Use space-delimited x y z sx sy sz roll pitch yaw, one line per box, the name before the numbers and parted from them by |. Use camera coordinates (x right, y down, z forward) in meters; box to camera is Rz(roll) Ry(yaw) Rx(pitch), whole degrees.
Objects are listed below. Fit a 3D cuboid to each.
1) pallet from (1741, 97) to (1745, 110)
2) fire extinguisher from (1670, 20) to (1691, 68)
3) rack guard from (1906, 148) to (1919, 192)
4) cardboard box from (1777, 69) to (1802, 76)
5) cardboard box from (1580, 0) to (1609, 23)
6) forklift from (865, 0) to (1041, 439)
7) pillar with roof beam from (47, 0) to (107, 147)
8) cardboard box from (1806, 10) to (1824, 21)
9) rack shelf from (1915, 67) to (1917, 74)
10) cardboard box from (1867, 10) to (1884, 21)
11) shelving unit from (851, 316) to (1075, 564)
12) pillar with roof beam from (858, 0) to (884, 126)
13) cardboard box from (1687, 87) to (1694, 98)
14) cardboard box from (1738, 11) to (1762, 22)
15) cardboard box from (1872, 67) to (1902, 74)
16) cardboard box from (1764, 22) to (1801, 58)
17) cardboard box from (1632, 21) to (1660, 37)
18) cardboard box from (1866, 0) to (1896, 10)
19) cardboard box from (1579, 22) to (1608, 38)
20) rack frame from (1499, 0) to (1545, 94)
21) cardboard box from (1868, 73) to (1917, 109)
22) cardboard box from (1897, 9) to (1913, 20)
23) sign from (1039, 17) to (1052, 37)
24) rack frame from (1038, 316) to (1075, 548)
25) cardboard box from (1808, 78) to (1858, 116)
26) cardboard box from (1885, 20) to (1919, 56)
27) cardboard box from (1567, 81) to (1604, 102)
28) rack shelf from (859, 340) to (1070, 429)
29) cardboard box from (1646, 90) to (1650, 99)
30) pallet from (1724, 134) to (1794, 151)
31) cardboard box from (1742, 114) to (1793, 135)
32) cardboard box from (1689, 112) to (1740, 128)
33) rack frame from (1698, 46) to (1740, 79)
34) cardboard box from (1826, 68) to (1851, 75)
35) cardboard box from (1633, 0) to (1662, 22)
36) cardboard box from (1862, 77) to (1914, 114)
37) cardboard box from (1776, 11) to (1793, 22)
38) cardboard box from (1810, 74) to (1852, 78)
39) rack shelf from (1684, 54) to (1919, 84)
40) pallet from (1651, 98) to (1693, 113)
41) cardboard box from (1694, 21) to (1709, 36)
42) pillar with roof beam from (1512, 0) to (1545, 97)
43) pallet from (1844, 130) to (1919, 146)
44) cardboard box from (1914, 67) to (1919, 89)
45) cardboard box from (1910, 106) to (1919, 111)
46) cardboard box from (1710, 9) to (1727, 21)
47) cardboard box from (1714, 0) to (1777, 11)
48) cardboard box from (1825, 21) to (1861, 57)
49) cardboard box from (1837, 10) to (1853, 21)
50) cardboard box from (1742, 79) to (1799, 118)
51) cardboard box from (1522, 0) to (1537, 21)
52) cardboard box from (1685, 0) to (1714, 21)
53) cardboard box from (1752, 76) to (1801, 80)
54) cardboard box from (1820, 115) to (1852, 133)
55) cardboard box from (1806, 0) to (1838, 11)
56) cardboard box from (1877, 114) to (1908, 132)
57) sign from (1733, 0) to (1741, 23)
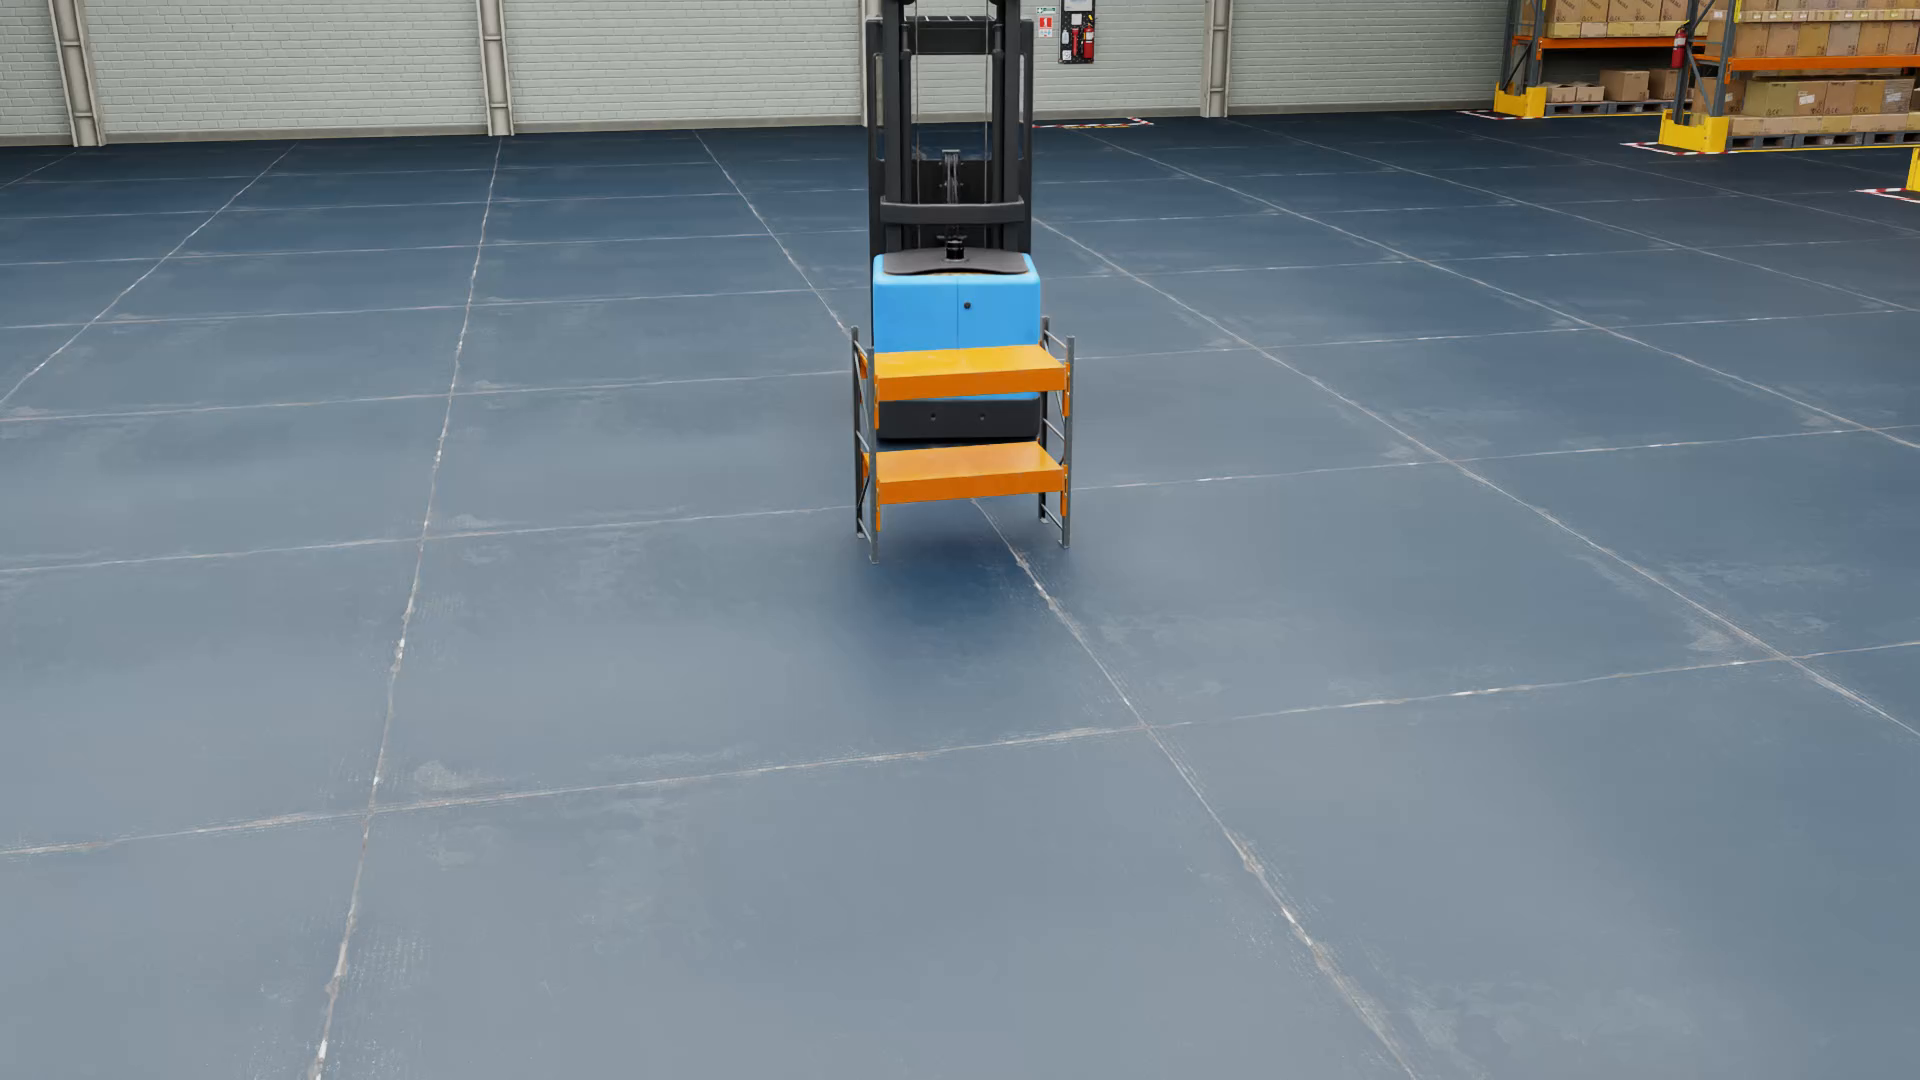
pallet | 14.418 -7.986 30.308 1.213 0.211 1.003 -5 21 -12
fire extinguisher | 10.689 -7.368 24.681 0.183 0.674 0.296 -5 21 -12
rack guard | 12.111 -4.448 20.231 0.348 0.500 1.175 -5 21 -12
cardboard box | 14.864 -8.387 30.345 0.500 0.500 0.700 -5 21 -14
cardboard box | 10.785 -9.180 28.614 0.500 0.500 0.500 -5 21 -12
forklift | -0.078 -2.464 11.280 1.130 2.935 3.031 -1 20 -2
pillar with roof beam | -12.115 -8.738 19.584 0.400 9.000 9.100 -5 21 -12
cardboard box | 12.347 -7.651 24.252 0.250 0.149 0.380 -5 21 -14
rack shelf | 16.750 -7.396 25.689 4.000 0.370 1.077 -5 21 -12
cardboard box | 13.353 -7.733 24.476 0.250 0.149 0.380 -4 21 -11
shelving unit | 0.007 -0.529 8.623 1.048 1.125 0.538 -5 21 -12
pillar with roof beam | -0.437 -9.687 22.177 0.400 9.000 9.100 -5 21 -12
cardboard box | 13.147 -8.057 29.927 0.250 0.166 0.380 -7 21 -20
cardboard box | 11.343 -7.569 24.028 0.250 0.149 0.380 -5 21 -13
cardboard box | 16.864 -8.508 30.674 0.500 0.500 0.700 -4 21 -12
cardboard box | 11.879 -7.381 24.458 0.500 0.500 0.700 -4 21 -11
cardboard box | 11.807 -8.911 28.969 0.500 0.250 0.500 -4 21 -12
cardboard box | 13.395 -8.114 24.573 0.500 0.500 0.700 -5 21 -12
cardboard box | 10.818 -8.833 28.757 0.500 0.250 0.500 -5 21 -14
rack frame | 9.768 -8.916 28.794 0.127 3.000 1.000 -5 21 -12
cardboard box | 14.281 -6.901 25.590 0.500 0.500 0.500 -5 21 -12
cardboard box | 13.838 -7.772 24.581 0.250 0.149 0.380 -5 21 -13
sign | 1.436 -8.611 27.909 0.234 0.329 0.001 -5 21 -12
rack frame | 0.501 -0.569 8.732 0.032 1.125 0.500 -5 21 -12
cardboard box | 12.945 -6.602 24.774 0.500 0.500 0.500 -5 21 -12
cardboard box | 13.862 -7.541 24.894 0.500 0.500 0.700 -5 21 -13
cardboard box | 11.017 -7.930 29.371 0.500 0.311 0.500 -3 20 -8
rack shelf | 0.007 -0.804 8.522 1.000 0.278 0.538 -5 21 -12
cardboard box | 12.099 -7.981 29.746 0.250 0.149 0.380 -6 21 -17
pallet | 11.646 -6.024 24.952 1.213 0.211 1.003 -5 21 -12
cardboard box | 11.970 -6.173 24.693 0.500 0.250 0.500 -5 21 -12
cardboard box | 11.365 -6.306 25.055 0.500 0.250 0.500 -5 21 -12
rack frame | 13.660 -9.233 29.659 0.127 3.000 1.000 -5 21 -12
cardboard box | 15.859 -8.457 30.536 0.500 0.500 0.700 -5 21 -13
cardboard box | 11.789 -9.264 28.842 0.500 0.500 0.500 -4 20 -11
cardboard box | 13.914 -6.688 25.007 0.500 0.500 0.500 -5 21 -12
cardboard box | 11.842 -7.610 24.140 0.250 0.149 0.380 -5 21 -12
cardboard box | 13.308 -6.822 25.374 0.500 0.500 0.500 -5 21 -12
rack shelf | 12.858 -7.079 24.824 4.000 0.370 1.077 -5 21 -12
pallet | 13.015 -7.859 29.961 1.213 0.211 1.003 -5 21 -12
cardboard box | 12.783 -8.996 29.201 0.500 0.250 0.500 -5 21 -12
pillar with roof beam | 11.241 -10.637 24.770 0.400 9.000 9.100 -5 21 -12
pallet | 14.020 -6.217 25.479 1.213 0.211 1.003 -5 21 -12
cardboard box | 18.299 -8.752 30.859 0.750 0.750 0.750 -5 21 -13
cardboard box | 15.141 -6.611 25.888 0.500 0.250 0.500 -5 21 -13
cardboard box | 11.239 -7.704 24.396 0.250 0.149 0.380 -5 21 -13
cardboard box | 11.420 -7.951 24.129 0.500 0.500 0.700 -5 21 -12
cardboard box | 12.875 -7.461 24.677 0.500 0.500 0.700 -4 21 -11
cardboard box | 12.839 -7.690 24.359 0.250 0.149 0.380 -4 21 -12
cardboard box | 11.971 -6.525 24.563 0.500 0.500 0.500 -5 21 -12
cardboard box | 10.178 -9.316 28.984 0.500 0.500 0.500 -5 21 -13
cardboard box | 12.787 -9.342 29.054 0.500 0.500 0.500 -5 21 -13
cardboard box | 12.335 -6.743 25.157 0.500 0.500 0.500 -5 21 -12
cardboard box | 12.945 -6.251 24.904 0.500 0.250 0.500 -5 21 -12
cardboard box | 12.421 -8.035 24.357 0.500 0.500 0.700 -5 21 -12
cardboard box | 13.914 -6.335 25.134 0.500 0.250 0.500 -5 21 -12
sign | 11.033 -7.516 23.597 0.005 0.325 0.100 -5 21 -12
